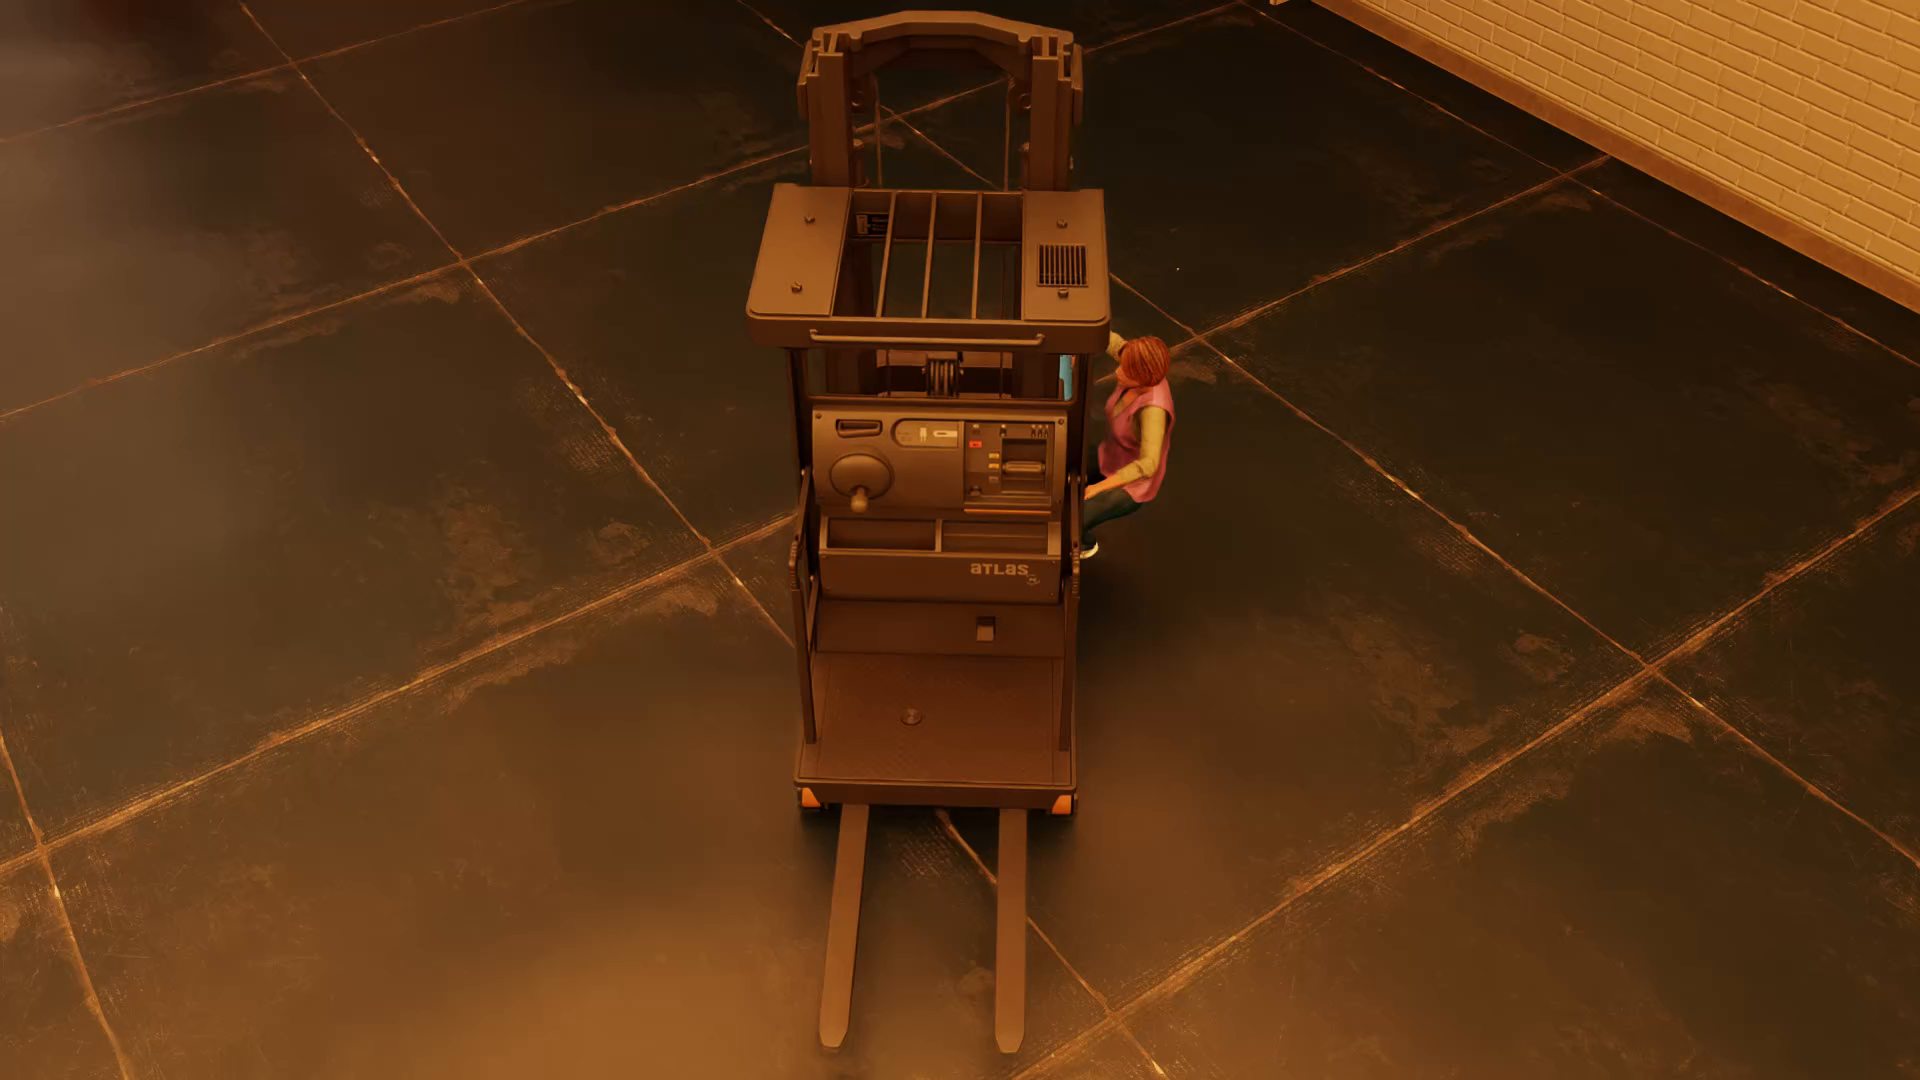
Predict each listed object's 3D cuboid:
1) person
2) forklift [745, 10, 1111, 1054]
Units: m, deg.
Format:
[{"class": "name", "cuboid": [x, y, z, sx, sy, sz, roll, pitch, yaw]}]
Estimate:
[{"class": "person", "cuboid": [0.520, -0.298, 7.182, 0.743, 1.363, 0.946, -12, 44, -13]}, {"class": "forklift", "cuboid": [-0.081, -0.202, 5.935, 1.130, 2.935, 3.031, 1, 43, 2]}]
